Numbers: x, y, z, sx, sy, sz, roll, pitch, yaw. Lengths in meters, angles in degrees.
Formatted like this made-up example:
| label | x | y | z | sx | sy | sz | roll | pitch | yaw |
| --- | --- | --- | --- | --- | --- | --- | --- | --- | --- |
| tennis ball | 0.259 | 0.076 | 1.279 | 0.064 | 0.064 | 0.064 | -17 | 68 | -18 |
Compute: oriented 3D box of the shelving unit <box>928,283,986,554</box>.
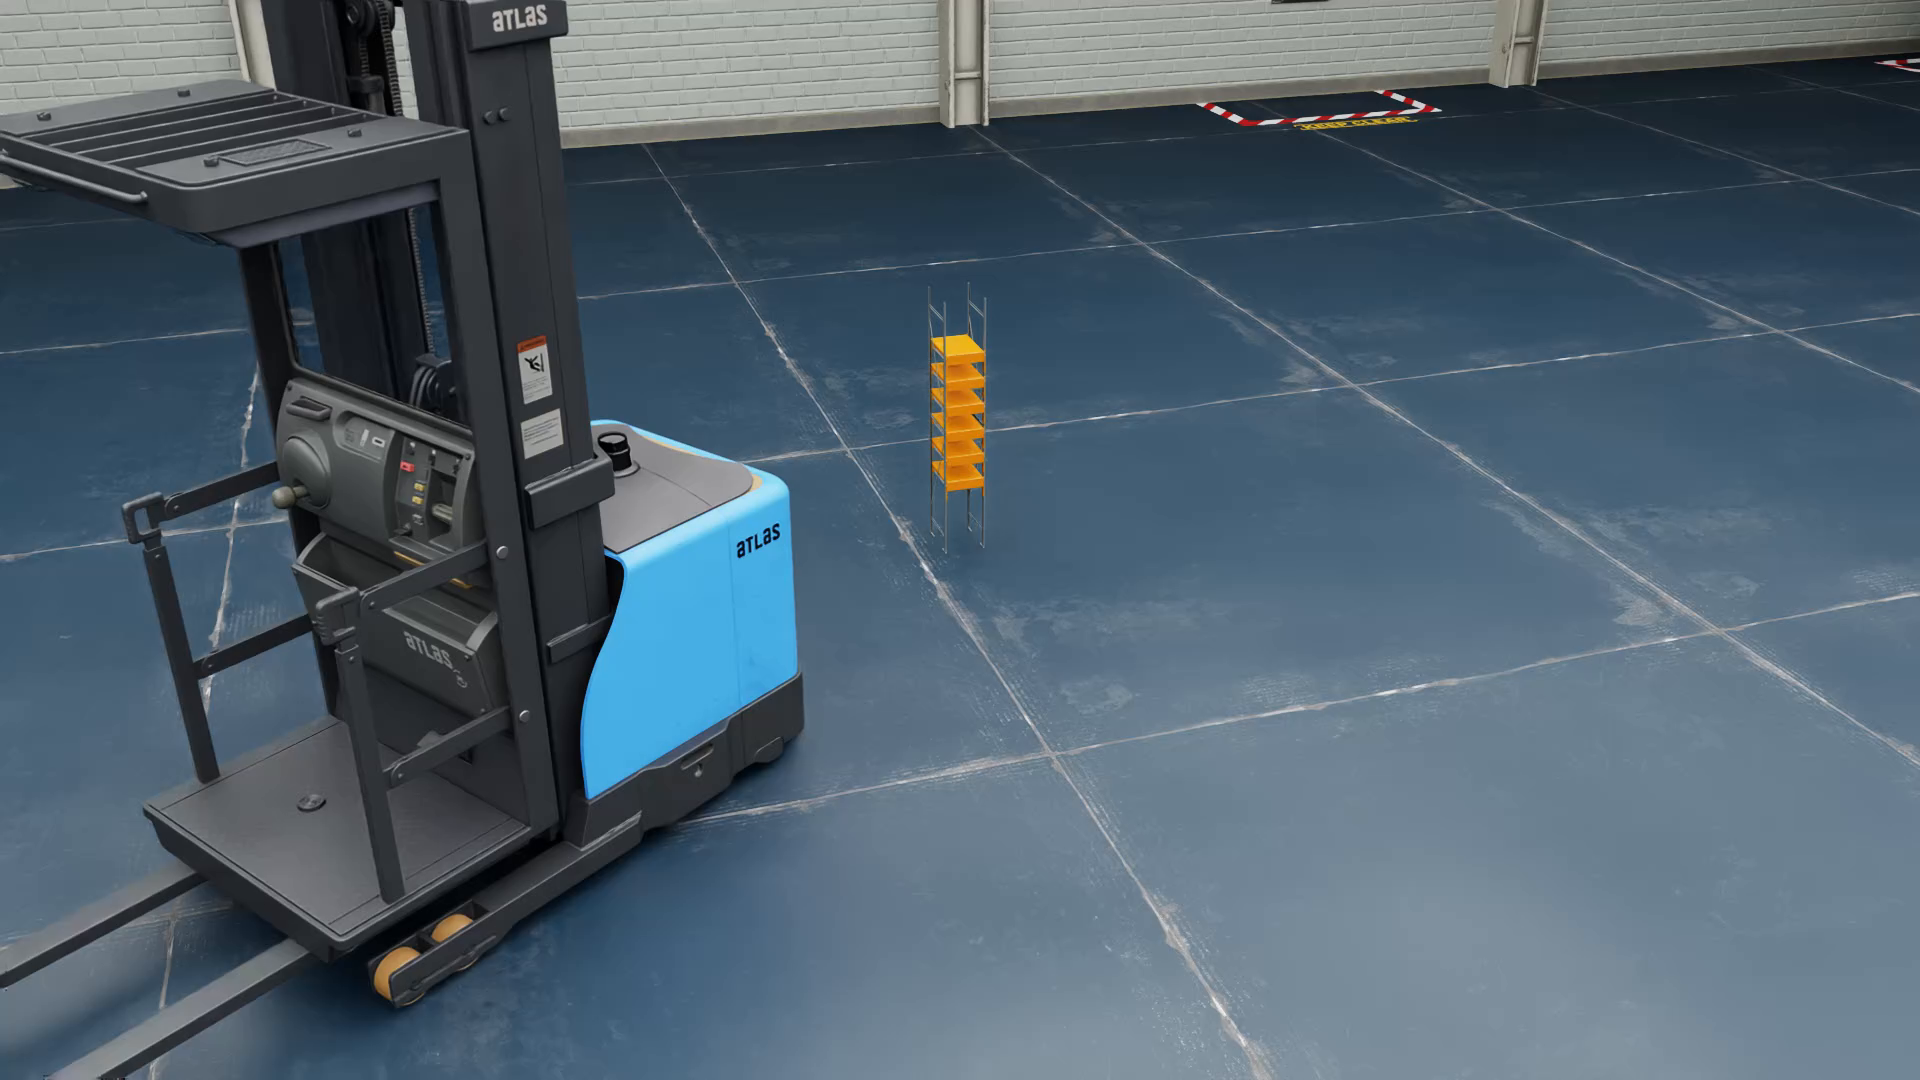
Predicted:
| label | x | y | z | sx | sy | sz | roll | pitch | yaw |
| --- | --- | --- | --- | --- | --- | --- | --- | --- | --- |
| shelving unit | -0.014 | -0.535 | 7.479 | 0.189 | 1.200 | 0.258 | -8 | 28 | -16 |

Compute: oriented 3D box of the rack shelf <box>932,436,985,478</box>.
| label | x | y | z | sx | sy | sz | roll | pitch | yaw |
| --- | --- | --- | --- | --- | --- | --- | --- | --- | --- |
| rack shelf | -0.014 | -0.388 | 7.552 | 0.180 | 0.103 | 0.258 | -8 | 28 | -16 |

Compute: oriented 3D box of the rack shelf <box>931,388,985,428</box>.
| label | x | y | z | sx | sy | sz | roll | pitch | yaw |
| --- | --- | --- | --- | --- | --- | --- | --- | --- | --- |
| rack shelf | -0.014 | -0.603 | 7.446 | 0.180 | 0.103 | 0.258 | -8 | 28 | -16 |

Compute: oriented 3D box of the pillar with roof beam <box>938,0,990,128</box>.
| label | x | y | z | sx | sy | sz | roll | pitch | yaw |
| --- | --- | --- | --- | --- | --- | --- | --- | --- | --- |
| pillar with roof beam | 1.371 | -6.136 | 9.990 | 0.400 | 9.000 | 9.100 | -8 | 28 | -16 |

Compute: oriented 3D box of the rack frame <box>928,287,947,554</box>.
| label | x | y | z | sx | sy | sz | roll | pitch | yaw |
| --- | --- | --- | --- | --- | --- | --- | --- | --- | --- |
| rack frame | -0.101 | -0.523 | 7.454 | 0.006 | 1.200 | 0.240 | -8 | 28 | -16 |

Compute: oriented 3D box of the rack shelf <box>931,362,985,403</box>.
| label | x | y | z | sx | sy | sz | roll | pitch | yaw |
| --- | --- | --- | --- | --- | --- | --- | --- | --- | --- |
| rack shelf | -0.014 | -0.711 | 7.392 | 0.180 | 0.103 | 0.258 | -8 | 28 | -16 |

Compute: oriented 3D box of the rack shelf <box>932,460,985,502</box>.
| label | x | y | z | sx | sy | sz | roll | pitch | yaw |
| --- | --- | --- | --- | --- | --- | --- | --- | --- | --- |
| rack shelf | -0.014 | -0.281 | 7.606 | 0.180 | 0.103 | 0.258 | -8 | 28 | -16 |

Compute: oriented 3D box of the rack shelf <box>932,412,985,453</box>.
| label | x | y | z | sx | sy | sz | roll | pitch | yaw |
| --- | --- | --- | --- | --- | --- | --- | --- | --- | --- |
| rack shelf | -0.014 | -0.496 | 7.499 | 0.180 | 0.103 | 0.258 | -8 | 28 | -16 |

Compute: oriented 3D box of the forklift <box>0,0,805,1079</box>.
| label | x | y | z | sx | sy | sz | roll | pitch | yaw |
| --- | --- | --- | --- | --- | --- | --- | --- | --- | --- |
| forklift | -1.878 | -0.176 | 4.808 | 1.130 | 2.935 | 3.031 | 19 | 32 | 33 |

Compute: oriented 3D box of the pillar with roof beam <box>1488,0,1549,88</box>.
| label | x | y | z | sx | sy | sz | roll | pitch | yaw |
| --- | --- | --- | --- | --- | --- | --- | --- | --- | --- |
| pillar with roof beam | 7.076 | -6.962 | 11.654 | 0.400 | 9.000 | 9.100 | -8 | 28 | -16 |

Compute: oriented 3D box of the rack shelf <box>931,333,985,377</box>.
| label | x | y | z | sx | sy | sz | roll | pitch | yaw |
| --- | --- | --- | --- | --- | --- | --- | --- | --- | --- |
| rack shelf | -0.014 | -0.818 | 7.339 | 0.180 | 0.103 | 0.258 | -8 | 28 | -16 |

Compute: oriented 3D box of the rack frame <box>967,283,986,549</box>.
| label | x | y | z | sx | sy | sz | roll | pitch | yaw |
| --- | --- | --- | --- | --- | --- | --- | --- | --- | --- |
| rack frame | 0.073 | -0.548 | 7.505 | 0.006 | 1.200 | 0.240 | -8 | 28 | -16 |

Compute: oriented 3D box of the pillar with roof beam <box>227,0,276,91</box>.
| label | x | y | z | sx | sy | sz | roll | pitch | yaw |
| --- | --- | --- | --- | --- | --- | --- | --- | --- | --- |
| pillar with roof beam | -4.334 | -5.310 | 8.326 | 0.400 | 9.000 | 9.100 | -8 | 28 | -16 |

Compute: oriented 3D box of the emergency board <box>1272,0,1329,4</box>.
| label | x | y | z | sx | sy | sz | roll | pitch | yaw |
| --- | --- | --- | --- | --- | --- | --- | --- | --- | --- |
| emergency board | 3.367 | -5.778 | 16.015 | 0.626 | 1.169 | 0.157 | -8 | 28 | -16 |
